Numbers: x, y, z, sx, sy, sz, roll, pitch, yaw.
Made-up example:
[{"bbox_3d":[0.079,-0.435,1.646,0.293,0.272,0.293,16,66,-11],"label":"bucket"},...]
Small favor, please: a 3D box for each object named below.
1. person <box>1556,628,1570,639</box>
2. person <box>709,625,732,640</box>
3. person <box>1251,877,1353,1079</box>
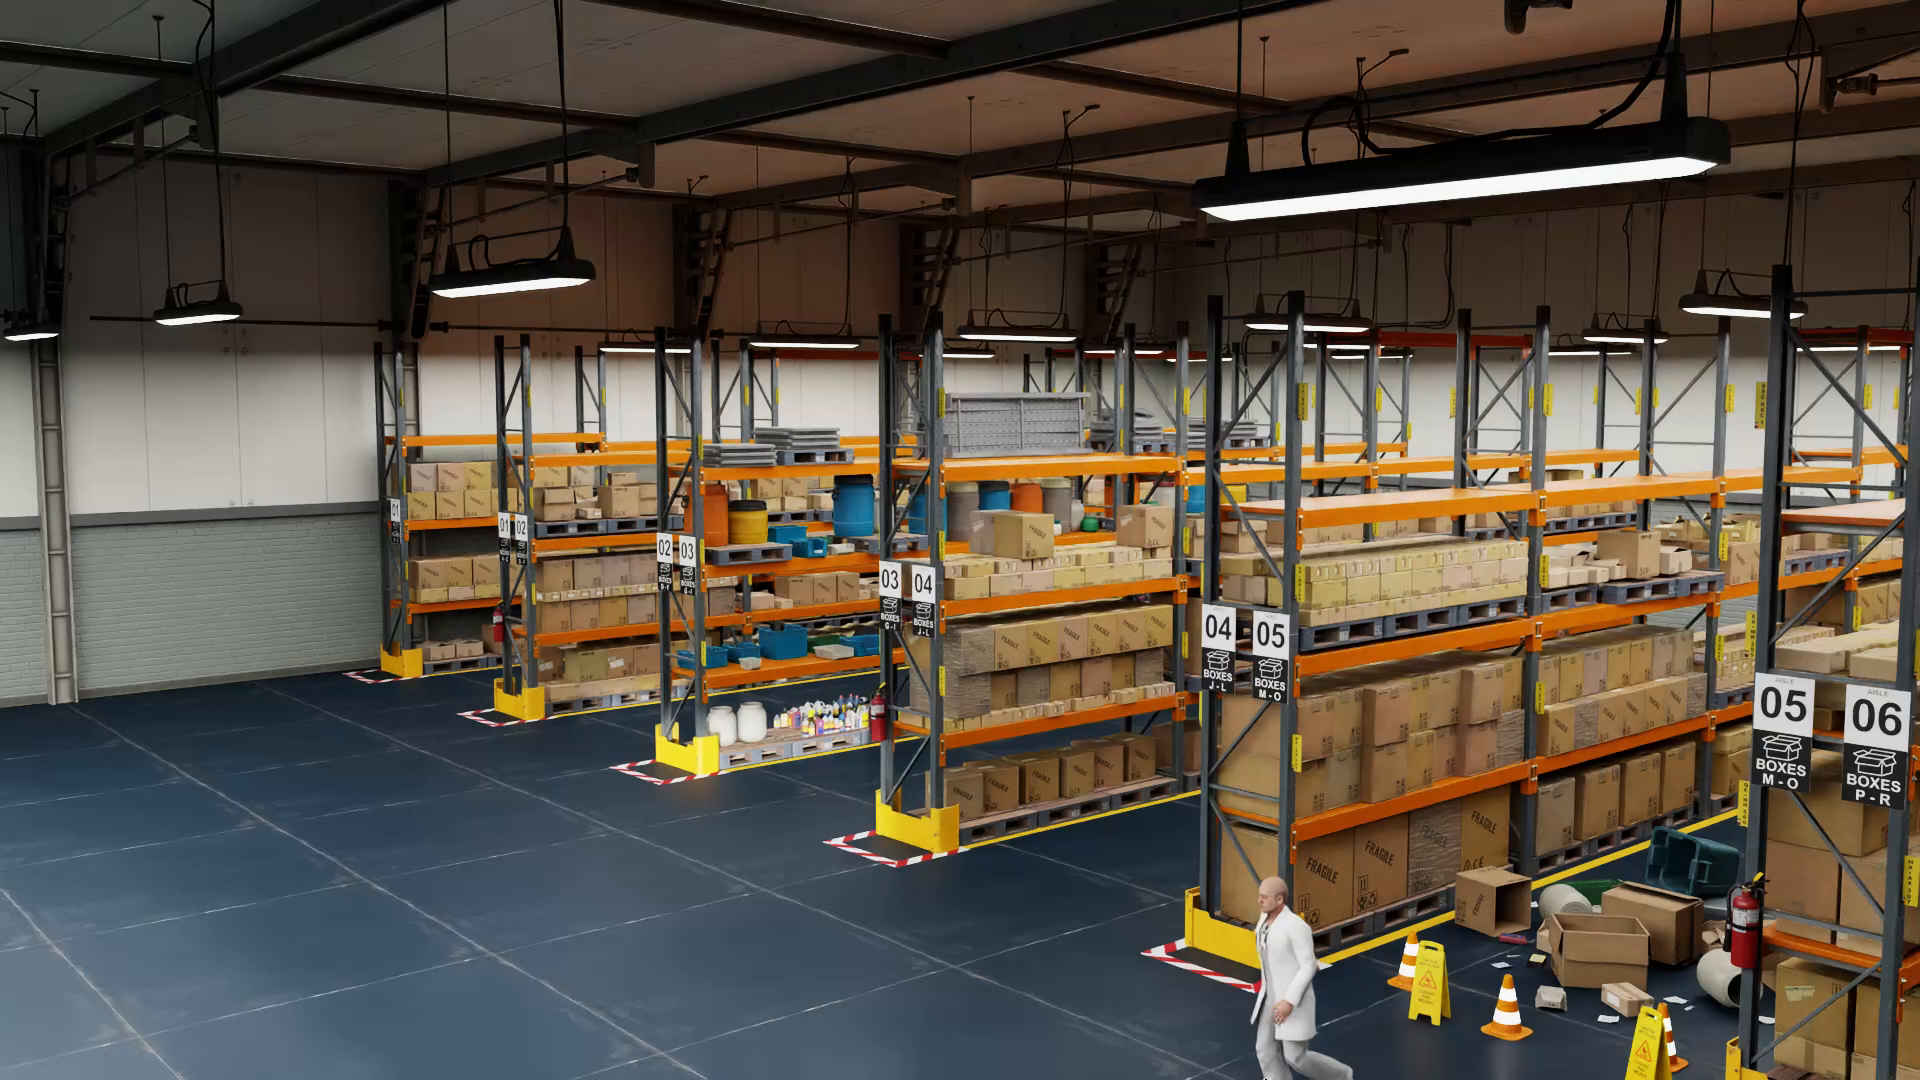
[{"bbox_3d":[9.070,2.066,25.054,1.045,1.592,0.499,-5,7,-41],"label":"person"},{"bbox_3d":[-4.485,1.539,30.659,0.497,1.628,0.941,4,6,37],"label":"person"},{"bbox_3d":[2.406,3.229,11.771,0.750,1.757,0.638,-2,6,-24],"label":"person"}]
